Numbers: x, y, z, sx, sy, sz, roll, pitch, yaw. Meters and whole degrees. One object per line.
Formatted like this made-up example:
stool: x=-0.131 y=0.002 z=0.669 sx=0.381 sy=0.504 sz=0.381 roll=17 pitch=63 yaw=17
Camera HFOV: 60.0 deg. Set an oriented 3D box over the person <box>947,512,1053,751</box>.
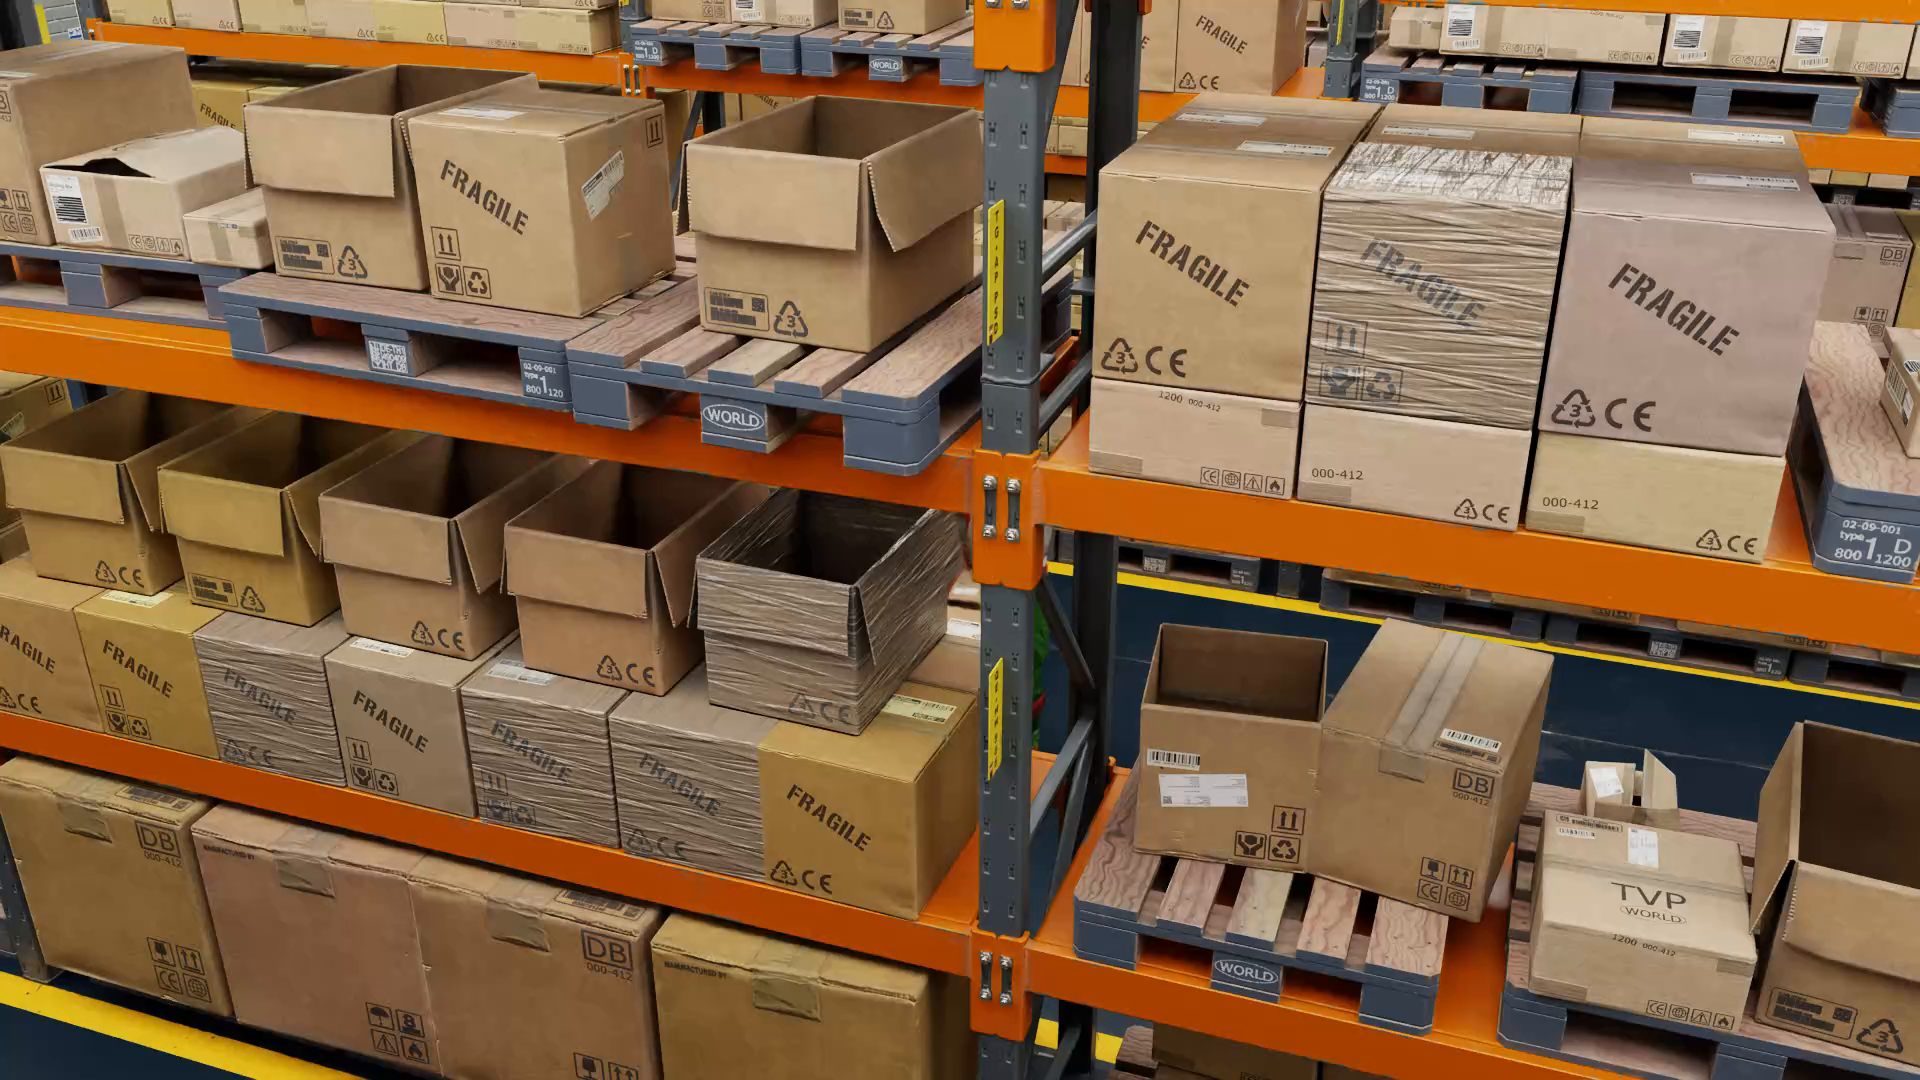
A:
person: x=0.179 y=0.286 z=7.625 sx=0.488 sy=1.745 sz=0.592 roll=8 pitch=27 yaw=17
